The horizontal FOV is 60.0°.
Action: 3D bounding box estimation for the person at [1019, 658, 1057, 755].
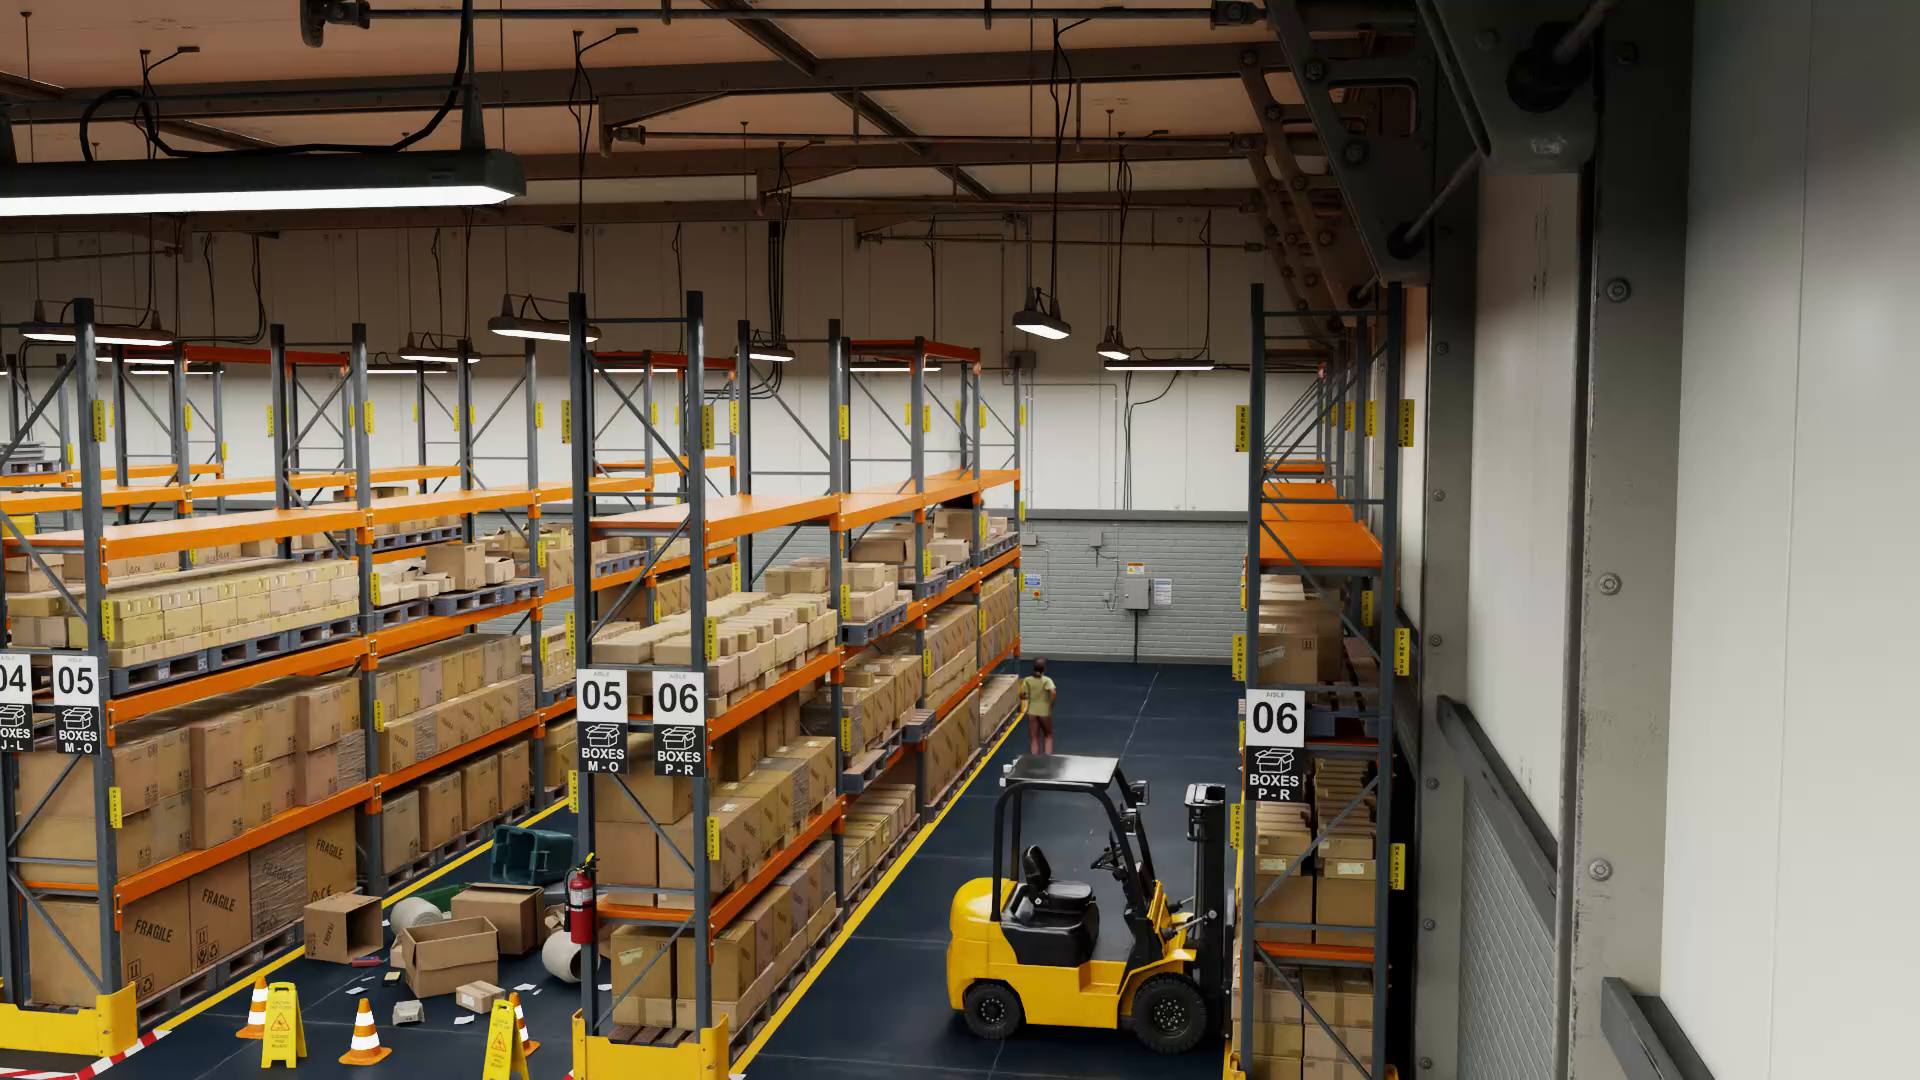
[{"bbox_3d":[1.094,2.480,23.115,0.571,1.695,0.688,1,5,13],"label":"person"}]
